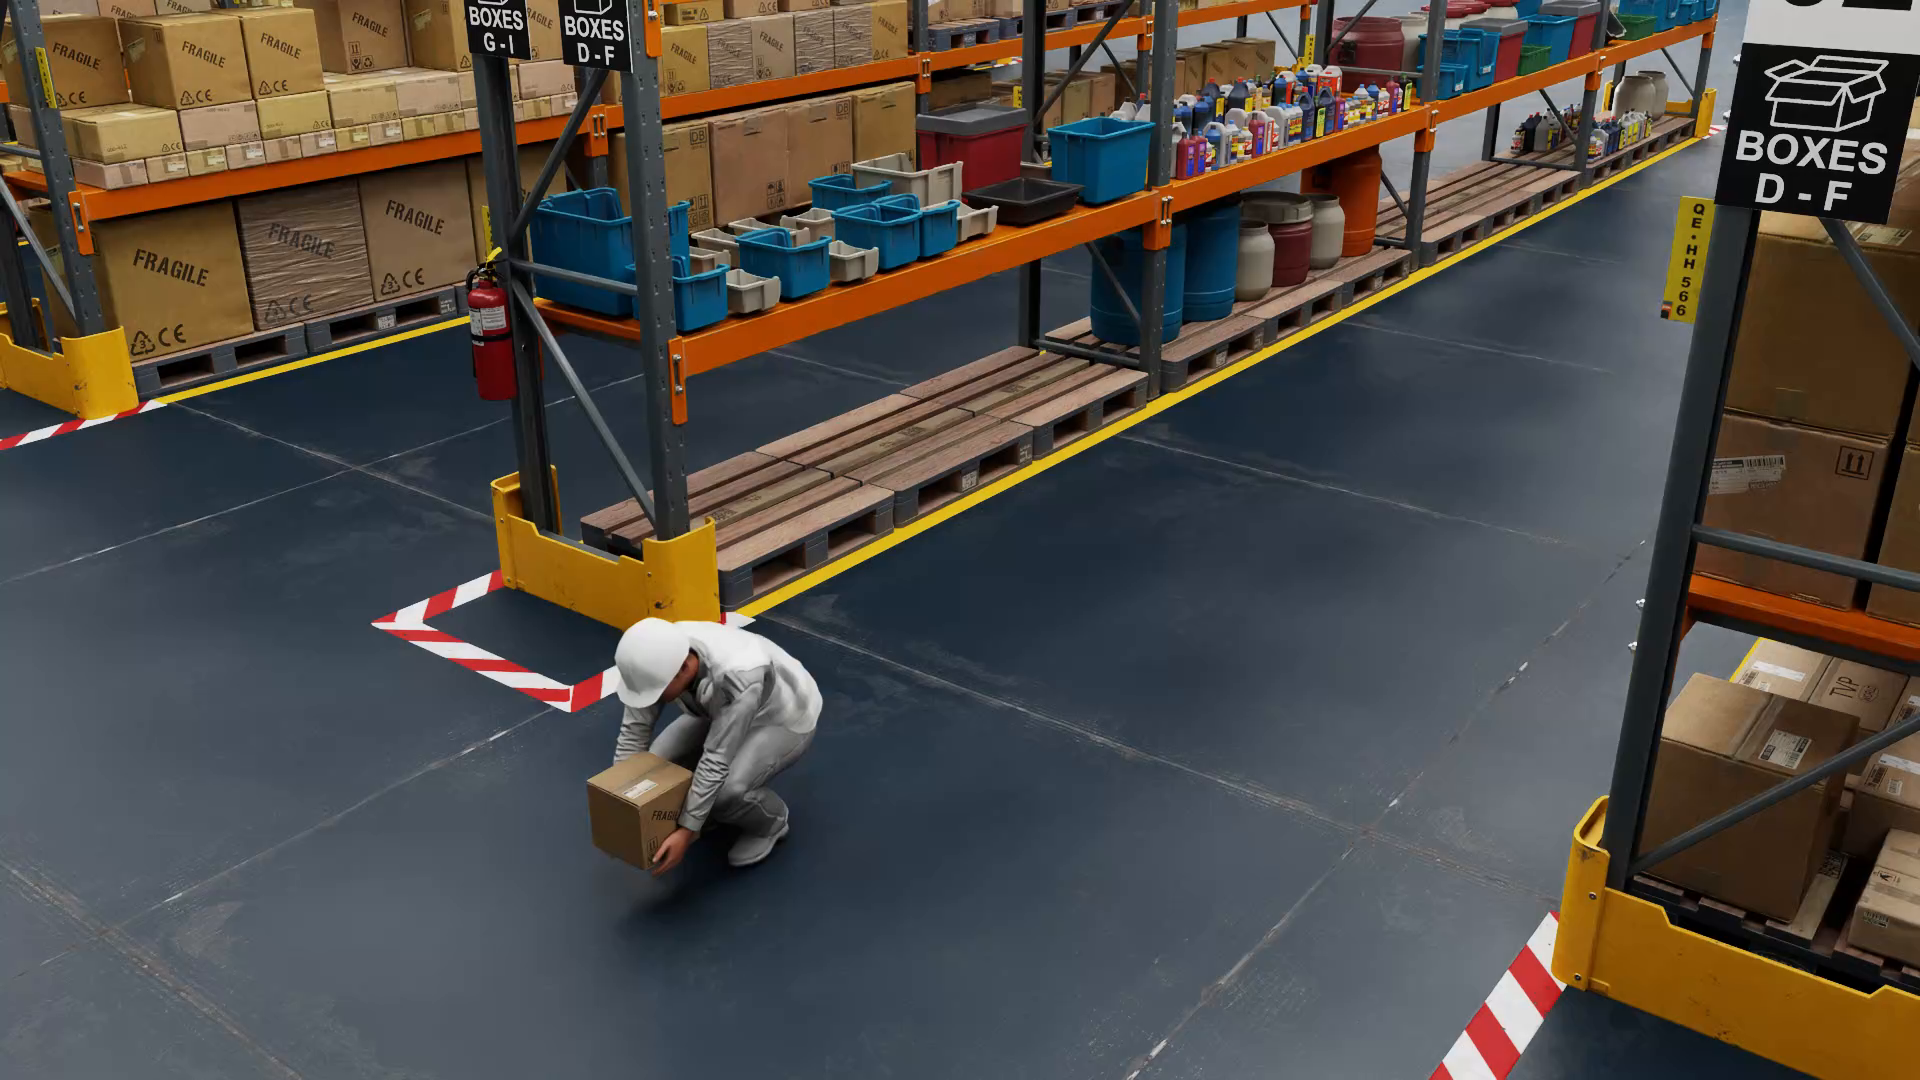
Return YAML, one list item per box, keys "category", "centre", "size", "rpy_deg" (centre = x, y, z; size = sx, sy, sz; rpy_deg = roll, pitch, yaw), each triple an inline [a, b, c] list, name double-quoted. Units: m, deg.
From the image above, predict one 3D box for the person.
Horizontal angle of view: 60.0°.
- category: "person"
  centre: [-0.836, 0.616, 5.608]
  size: [0.523, 1.019, 0.863]
  rpy_deg: [16, 28, 33]
